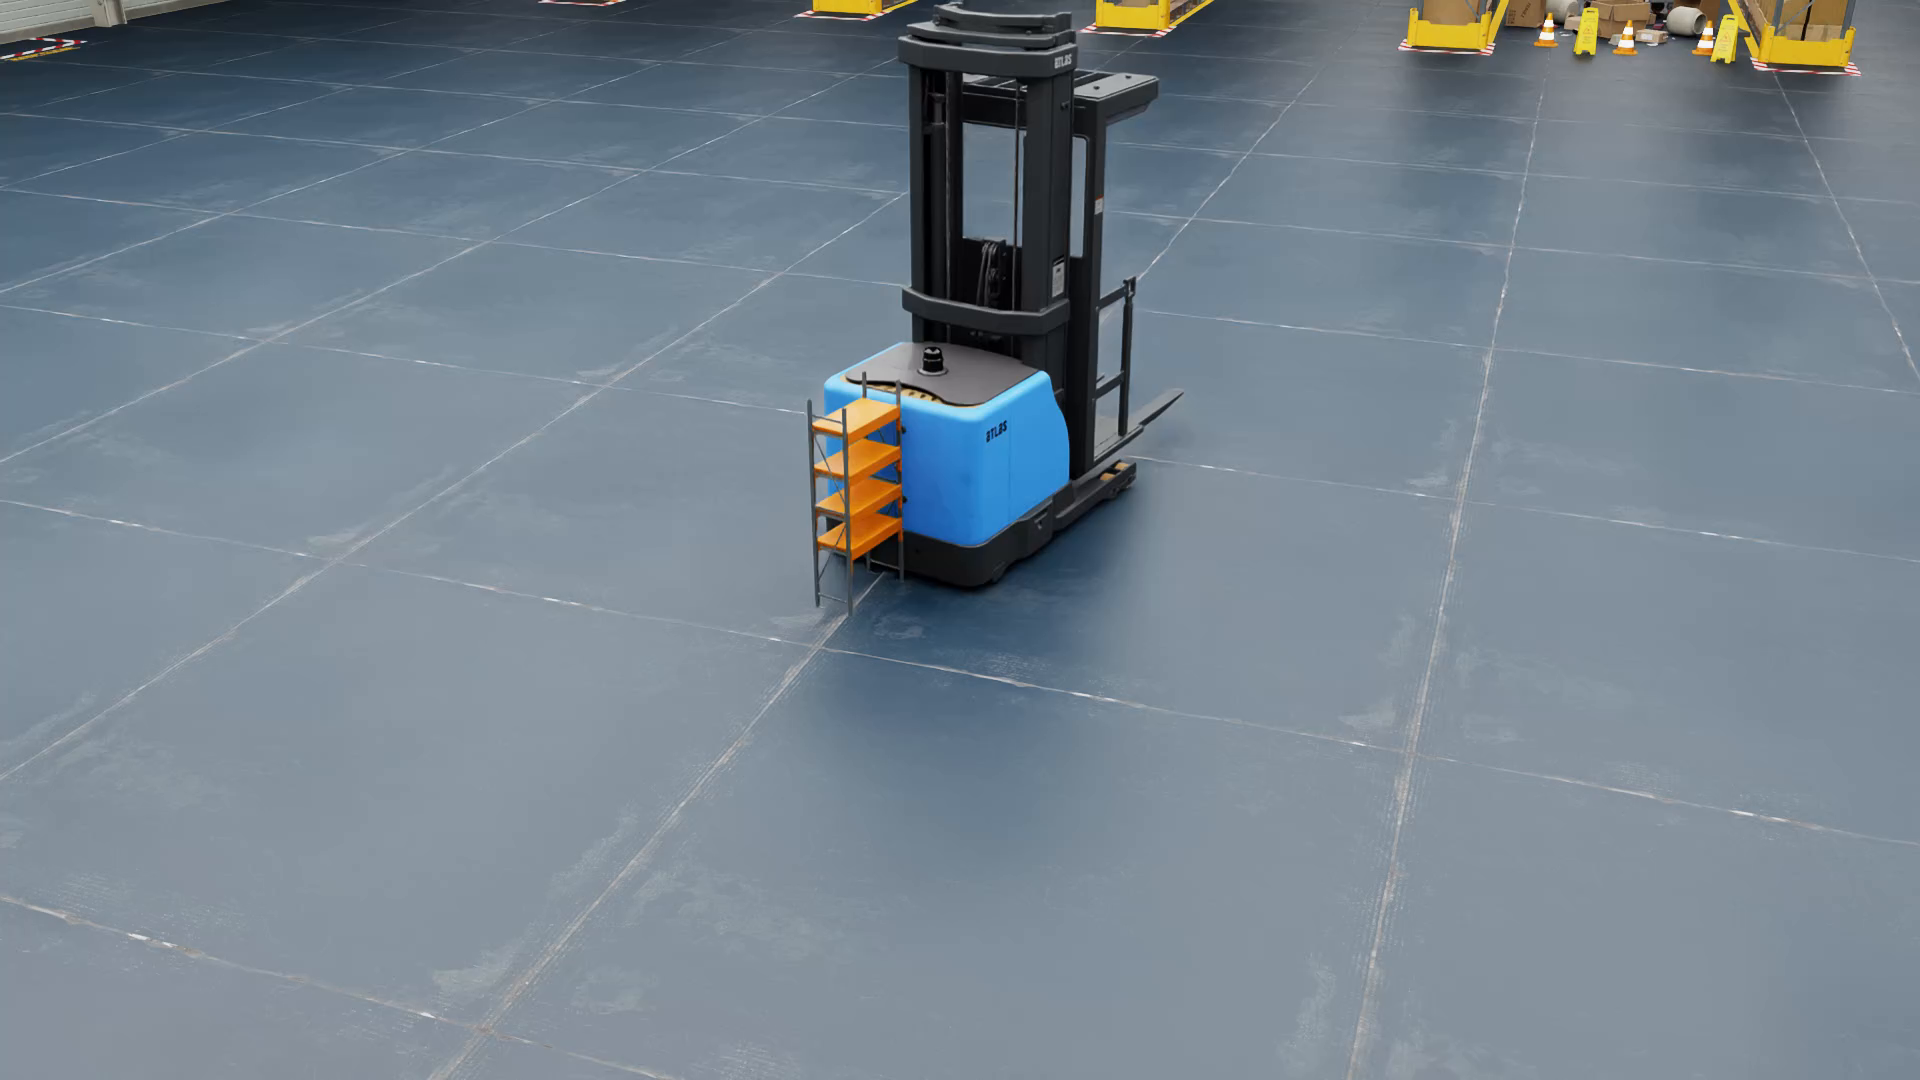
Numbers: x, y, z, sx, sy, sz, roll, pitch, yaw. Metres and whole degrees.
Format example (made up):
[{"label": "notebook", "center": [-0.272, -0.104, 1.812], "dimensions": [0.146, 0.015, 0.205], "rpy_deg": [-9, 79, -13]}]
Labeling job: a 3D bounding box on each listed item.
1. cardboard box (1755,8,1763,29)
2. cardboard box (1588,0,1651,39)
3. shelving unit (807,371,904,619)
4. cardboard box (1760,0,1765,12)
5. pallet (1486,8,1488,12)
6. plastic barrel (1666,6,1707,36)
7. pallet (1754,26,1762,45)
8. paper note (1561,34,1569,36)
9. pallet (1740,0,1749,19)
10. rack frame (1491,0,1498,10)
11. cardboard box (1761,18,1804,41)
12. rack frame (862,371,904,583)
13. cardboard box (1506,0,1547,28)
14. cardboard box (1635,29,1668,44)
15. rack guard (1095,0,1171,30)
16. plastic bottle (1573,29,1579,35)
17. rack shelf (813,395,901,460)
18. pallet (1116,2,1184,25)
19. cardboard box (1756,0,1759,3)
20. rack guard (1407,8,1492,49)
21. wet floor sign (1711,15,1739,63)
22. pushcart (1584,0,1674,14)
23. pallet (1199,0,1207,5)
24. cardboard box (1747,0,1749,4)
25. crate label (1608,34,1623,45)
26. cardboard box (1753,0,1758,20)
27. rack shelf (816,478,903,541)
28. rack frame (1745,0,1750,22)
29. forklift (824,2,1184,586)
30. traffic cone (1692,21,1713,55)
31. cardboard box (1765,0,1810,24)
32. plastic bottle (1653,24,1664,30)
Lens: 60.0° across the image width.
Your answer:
[{"label": "cardboard box", "center": [12.472, -7.952, 25.405], "dimensions": [0.500, 0.250, 0.500], "rpy_deg": [8, 27, 16]}, {"label": "cardboard box", "center": [10.305, -8.167, 26.041], "dimensions": [0.797, 0.503, 0.637], "rpy_deg": [-9, 27, -18]}, {"label": "shelving unit", "center": [-0.547, -0.239, 8.868], "dimensions": [0.258, 1.200, 0.503], "rpy_deg": [15, 30, 29]}, {"label": "cardboard box", "center": [12.474, -8.279, 25.220], "dimensions": [0.500, 0.500, 0.500], "rpy_deg": [8, 27, 16]}, {"label": "pallet", "center": [8.007, -8.463, 26.986], "dimensions": [1.003, 0.211, 1.213], "rpy_deg": [9, 27, 17]}, {"label": "plastic barrel", "center": [11.368, -8.111, 26.016], "dimensions": [0.421, 0.421, 0.512], "rpy_deg": [-14, 29, -27]}, {"label": "pallet", "center": [12.845, -7.806, 25.631], "dimensions": [1.003, 0.211, 1.213], "rpy_deg": [9, 27, 17]}, {"label": "paper note", "center": [9.516, -7.922, 26.079], "dimensions": [0.144, 0.017, 0.142], "rpy_deg": [20, 32, 35]}, {"label": "pallet", "center": [13.697, -8.911, 27.912], "dimensions": [1.003, 0.211, 1.213], "rpy_deg": [9, 27, 17]}, {"label": "rack frame", "center": [8.738, -10.522, 28.040], "dimensions": [1.000, 3.000, 0.127], "rpy_deg": [9, 27, 17]}, {"label": "cardboard box", "center": [12.131, -7.534, 24.543], "dimensions": [0.500, 0.250, 0.500], "rpy_deg": [9, 27, 17]}, {"label": "rack frame", "center": [-0.417, -0.330, 9.054], "dimensions": [0.240, 1.200, 0.015], "rpy_deg": [15, 30, 29]}, {"label": "cardboard box", "center": [9.189, -8.611, 26.959], "dimensions": [0.500, 0.500, 0.500], "rpy_deg": [14, 29, 26]}, {"label": "cardboard box", "center": [10.639, -7.750, 25.586], "dimensions": [0.250, 0.149, 0.380], "rpy_deg": [-20, 33, -36]}, {"label": "rack guard", "center": [2.788, -8.545, 26.825], "dimensions": [1.175, 0.500, 0.348], "rpy_deg": [9, 27, 17]}, {"label": "plastic bottle", "center": [9.772, -8.039, 26.284], "dimensions": [0.133, 0.061, 0.283], "rpy_deg": [0, 26, -1]}, {"label": "rack shelf", "center": [-0.547, -0.593, 8.696], "dimensions": [0.258, 0.148, 0.480], "rpy_deg": [15, 30, 29]}, {"label": "pallet", "center": [3.092, -8.744, 27.567], "dimensions": [1.003, 0.211, 1.213], "rpy_deg": [9, 27, 17]}, {"label": "cardboard box", "center": [12.821, -8.710, 26.109], "dimensions": [0.500, 0.500, 0.500], "rpy_deg": [10, 28, 20]}, {"label": "rack guard", "center": [7.399, -7.743, 25.169], "dimensions": [1.175, 0.500, 0.348], "rpy_deg": [9, 27, 17]}, {"label": "wet floor sign", "center": [11.036, -7.219, 23.920], "dimensions": [0.267, 0.644, 0.232], "rpy_deg": [20, 32, 35]}, {"label": "pushcart", "center": [11.273, -8.976, 27.855], "dimensions": [1.648, 0.377, 0.936], "rpy_deg": [0, 26, -1]}, {"label": "pallet", "center": [3.904, -9.747, 29.638], "dimensions": [1.003, 0.211, 1.213], "rpy_deg": [9, 27, 17]}, {"label": "cardboard box", "center": [13.611, -9.068, 27.570], "dimensions": [0.950, 0.372, 0.625], "rpy_deg": [9, 27, 18]}, {"label": "crate label", "center": [10.078, -7.631, 25.353], "dimensions": [0.250, 0.136, 0.298], "rpy_deg": [-5, 26, -9]}, {"label": "cardboard box", "center": [12.821, -8.373, 26.274], "dimensions": [0.500, 0.250, 0.500], "rpy_deg": [10, 28, 20]}, {"label": "rack shelf", "center": [-0.547, -0.179, 8.897], "dimensions": [0.258, 0.148, 0.480], "rpy_deg": [15, 30, 29]}, {"label": "rack frame", "center": [13.439, -9.846, 26.643], "dimensions": [1.000, 3.000, 0.127], "rpy_deg": [9, 27, 17]}, {"label": "forklift", "center": [0.445, -1.663, 9.822], "dimensions": [1.130, 2.935, 3.031], "rpy_deg": [15, 30, 29]}, {"label": "traffic cone", "center": [11.035, -7.424, 24.552], "dimensions": [0.336, 0.463, 0.334], "rpy_deg": [9, 27, 17]}, {"label": "cardboard box", "center": [12.129, -7.858, 24.350], "dimensions": [0.500, 0.500, 0.500], "rpy_deg": [9, 27, 18]}, {"label": "plastic bottle", "center": [11.241, -8.265, 26.750], "dimensions": [0.133, 0.061, 0.283], "rpy_deg": [14, 29, 26]}]
